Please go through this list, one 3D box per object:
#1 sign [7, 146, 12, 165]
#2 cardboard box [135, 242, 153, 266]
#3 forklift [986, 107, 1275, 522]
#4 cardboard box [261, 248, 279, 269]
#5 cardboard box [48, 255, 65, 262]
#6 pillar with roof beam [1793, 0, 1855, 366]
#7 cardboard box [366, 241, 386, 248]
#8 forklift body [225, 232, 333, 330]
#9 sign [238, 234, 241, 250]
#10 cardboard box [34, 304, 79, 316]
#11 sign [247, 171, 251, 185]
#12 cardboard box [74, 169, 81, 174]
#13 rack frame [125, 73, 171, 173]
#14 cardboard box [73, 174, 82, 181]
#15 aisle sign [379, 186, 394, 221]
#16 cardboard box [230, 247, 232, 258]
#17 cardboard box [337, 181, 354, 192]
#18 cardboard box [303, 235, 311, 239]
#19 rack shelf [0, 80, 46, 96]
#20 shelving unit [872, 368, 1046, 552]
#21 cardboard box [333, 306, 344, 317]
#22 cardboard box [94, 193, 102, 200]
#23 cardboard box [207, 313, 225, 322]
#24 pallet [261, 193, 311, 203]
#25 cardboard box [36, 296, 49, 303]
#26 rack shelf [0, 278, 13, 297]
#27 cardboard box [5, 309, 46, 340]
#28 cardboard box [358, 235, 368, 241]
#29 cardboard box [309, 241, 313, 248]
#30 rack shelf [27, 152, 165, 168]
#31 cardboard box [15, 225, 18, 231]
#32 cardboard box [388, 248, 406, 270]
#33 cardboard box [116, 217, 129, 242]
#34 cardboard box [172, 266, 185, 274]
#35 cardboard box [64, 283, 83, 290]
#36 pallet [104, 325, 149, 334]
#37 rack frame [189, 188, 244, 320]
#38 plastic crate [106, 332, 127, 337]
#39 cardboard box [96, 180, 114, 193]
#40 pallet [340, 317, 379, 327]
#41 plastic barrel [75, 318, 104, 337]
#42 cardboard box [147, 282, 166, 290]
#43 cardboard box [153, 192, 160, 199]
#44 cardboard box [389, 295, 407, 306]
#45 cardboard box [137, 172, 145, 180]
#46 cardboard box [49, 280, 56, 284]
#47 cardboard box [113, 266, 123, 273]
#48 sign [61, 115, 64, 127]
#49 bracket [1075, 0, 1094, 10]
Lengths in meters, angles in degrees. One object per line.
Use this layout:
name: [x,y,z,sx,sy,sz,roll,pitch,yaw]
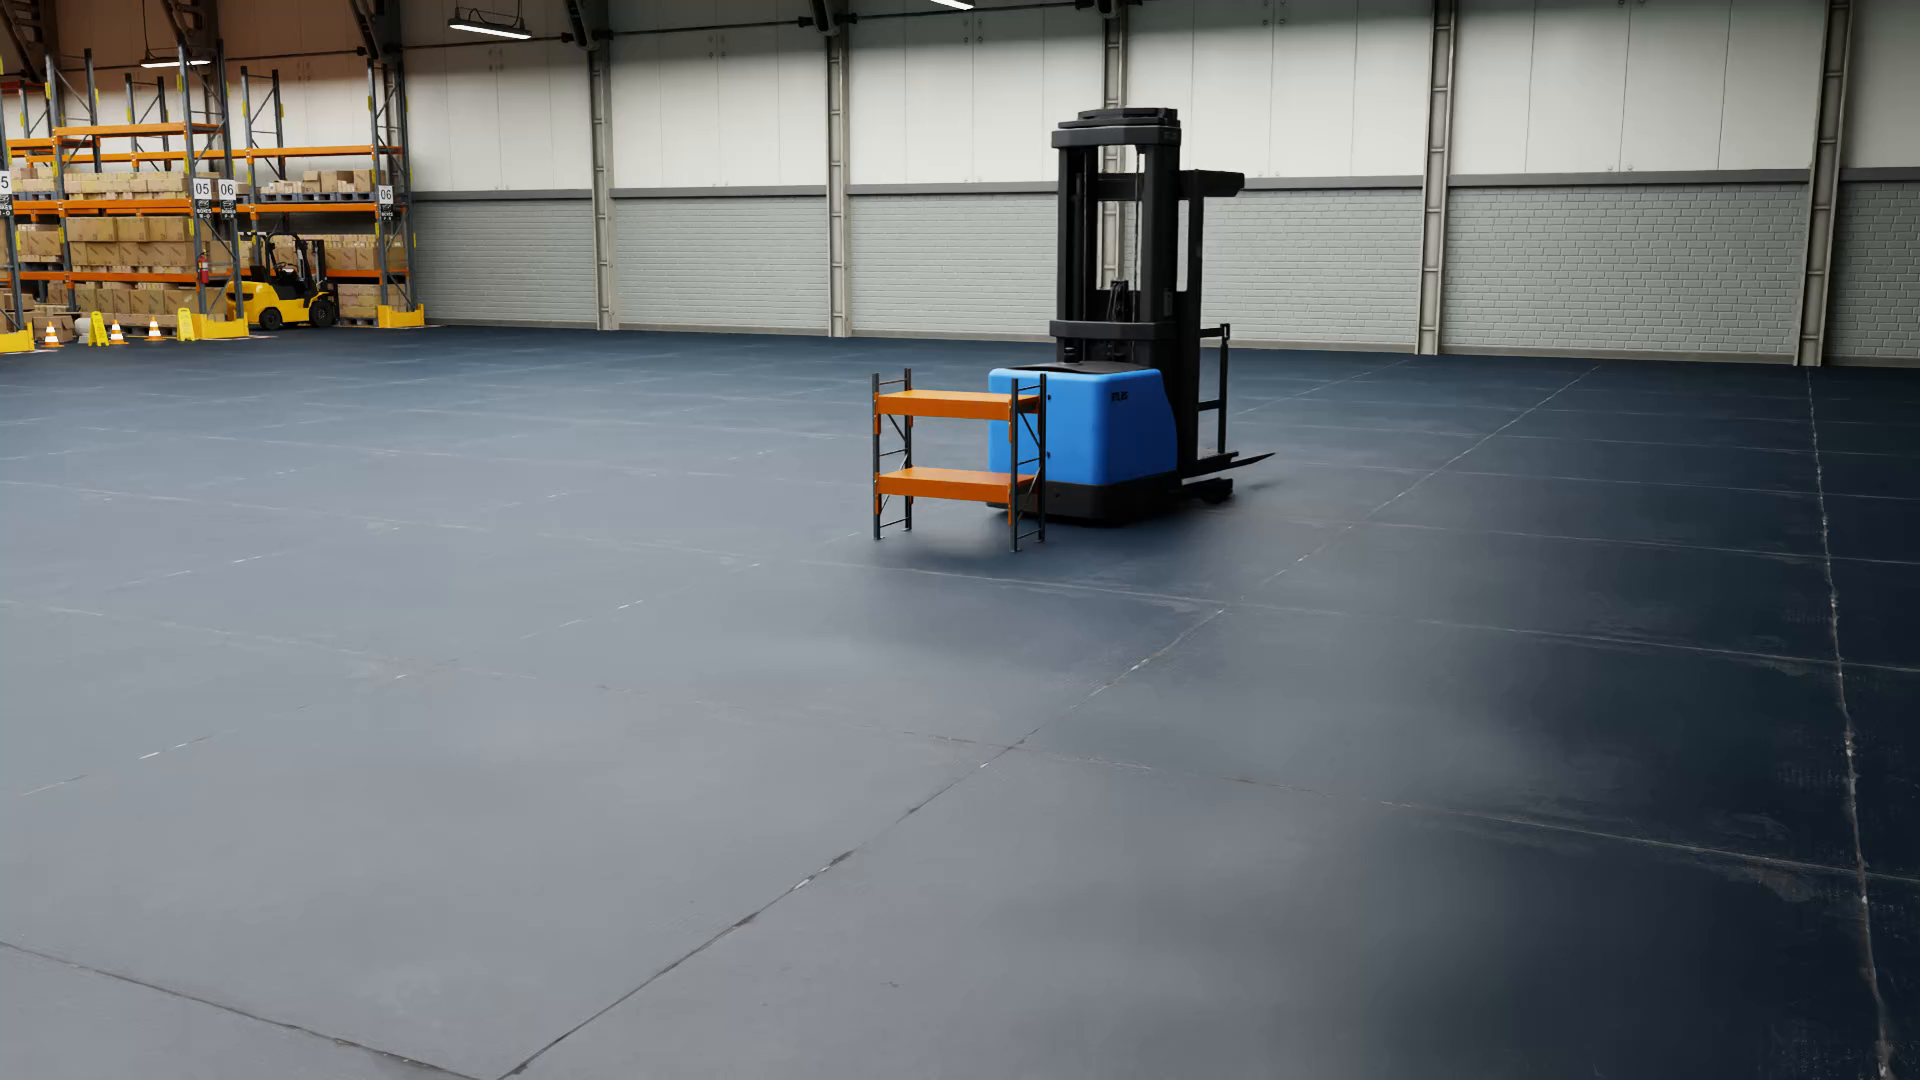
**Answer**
sign: [-17.068,-6.900,29.833,0.005,0.325,0.100,5,11,26]
cardboard box: [-16.722,-5.940,34.510,0.500,0.500,0.500,5,11,26]
forklift: [1.481,-1.780,12.834,1.130,2.935,3.031,8,13,36]
cardboard box: [-16.331,-6.746,39.801,0.500,0.500,0.500,5,11,24]
cardboard box: [-19.390,-6.060,35.817,0.250,0.149,0.380,5,11,27]
pillar with roof beam: [11.747,-6.558,22.195,0.400,9.000,9.100,5,11,26]
cardboard box: [-13.461,-6.809,38.328,0.250,0.149,0.380,5,11,27]
forklift body: [-15.534,-5.899,37.783,1.214,2.155,2.313,5,11,26]
sign: [-14.979,-6.178,34.511,0.005,0.325,0.100,5,11,26]
cardboard box: [-19.924,-4.991,36.584,0.625,0.372,0.950,6,12,29]
sign: [-16.845,-8.571,39.409,0.005,0.325,0.100,5,11,26]
cardboard box: [-19.604,-7.983,36.332,0.500,0.250,0.500,5,11,25]
rack frame: [-20.201,-10.041,41.440,0.127,3.000,1.000,5,11,26]
cardboard box: [-18.422,-7.632,35.023,0.250,0.149,0.380,5,12,28]
aisle sign: [-13.097,-7.685,37.972,0.004,0.787,0.394,5,11,26]
cardboard box: [-17.631,-6.983,40.408,0.500,0.250,0.500,5,11,24]
cardboard box: [-14.131,-8.161,38.393,0.258,0.266,0.396,5,11,26]
cardboard box: [-15.268,-7.127,39.248,0.250,0.149,0.380,5,11,26]
rack shelf: [-25.581,-11.795,43.821,4.000,0.370,1.077,5,11,26]
shelving unit: [-0.006,-0.554,11.133,1.048,1.125,0.538,5,11,26]
cardboard box: [-14.474,-5.380,39.075,0.500,0.250,0.500,5,11,26]
cardboard box: [-17.947,-7.212,34.937,0.250,0.149,0.380,5,12,28]
cardboard box: [-15.820,-4.627,34.912,0.500,0.250,0.500,5,11,25]
pallet: [-15.837,-8.143,39.625,1.213,0.211,1.003,5,11,26]
cardboard box: [-24.276,-6.377,44.414,0.500,0.311,0.500,5,12,28]
rack shelf: [-19.112,-4.670,30.632,4.000,0.370,1.077,5,11,26]
cardboard box: [-18.757,-4.310,33.250,0.503,0.637,0.797,5,11,26]
cardboard box: [-13.676,-6.982,38.448,0.250,0.149,0.380,5,11,26]
cardboard box: [-15.066,-6.950,39.105,0.250,0.149,0.380,5,11,25]
rack shelf: [-21.994,-9.647,42.411,4.000,0.370,1.077,5,11,26]
cardboard box: [-20.801,-6.933,36.999,0.250,0.149,0.380,4,11,23]
cardboard box: [-13.348,-6.591,38.943,0.500,0.500,0.500,5,12,28]
cardboard box: [-17.113,-6.484,34.713,0.500,0.500,0.700,5,11,25]
cardboard box: [-15.926,-5.539,34.118,0.250,0.149,0.380,5,11,25]
cardboard box: [-23.066,-6.601,43.299,0.250,0.149,0.380,4,11,23]
pallet: [-18.188,-4.561,35.838,1.213,0.211,1.003,5,11,26]
rack frame: [-15.219,-5.665,34.110,0.127,3.000,1.000,5,11,26]
plastic crate: [-17.761,-4.289,34.704,0.583,0.080,0.402,1,10,6]
cardboard box: [-17.623,-7.370,34.692,0.500,0.250,0.500,5,11,26]
pallet: [-13.731,-5.140,39.036,1.213,0.211,1.003,5,11,26]
plastic barrel: [-17.741,-4.318,33.902,0.512,0.421,0.421,-4,11,-23]
cardboard box: [-16.636,-5.267,34.524,0.250,0.149,0.380,5,12,27]
cardboard box: [-16.321,-7.072,34.168,0.250,0.149,0.380,5,11,26]
cardboard box: [-13.356,-5.628,39.042,0.500,0.250,0.500,5,12,27]
cardboard box: [-16.748,-7.507,34.328,0.250,0.149,0.380,5,11,24]
cardboard box: [-23.557,-6.785,43.480,0.250,0.149,0.380,5,11,25]
cardboard box: [-17.523,-5.678,34.888,0.250,0.149,0.380,5,11,26]
sign: [-23.547,-10.983,43.577,0.005,0.325,0.100,5,11,26]
bracket: [2.361,-9.938,30.765,0.430,0.232,0.235,5,11,26]
